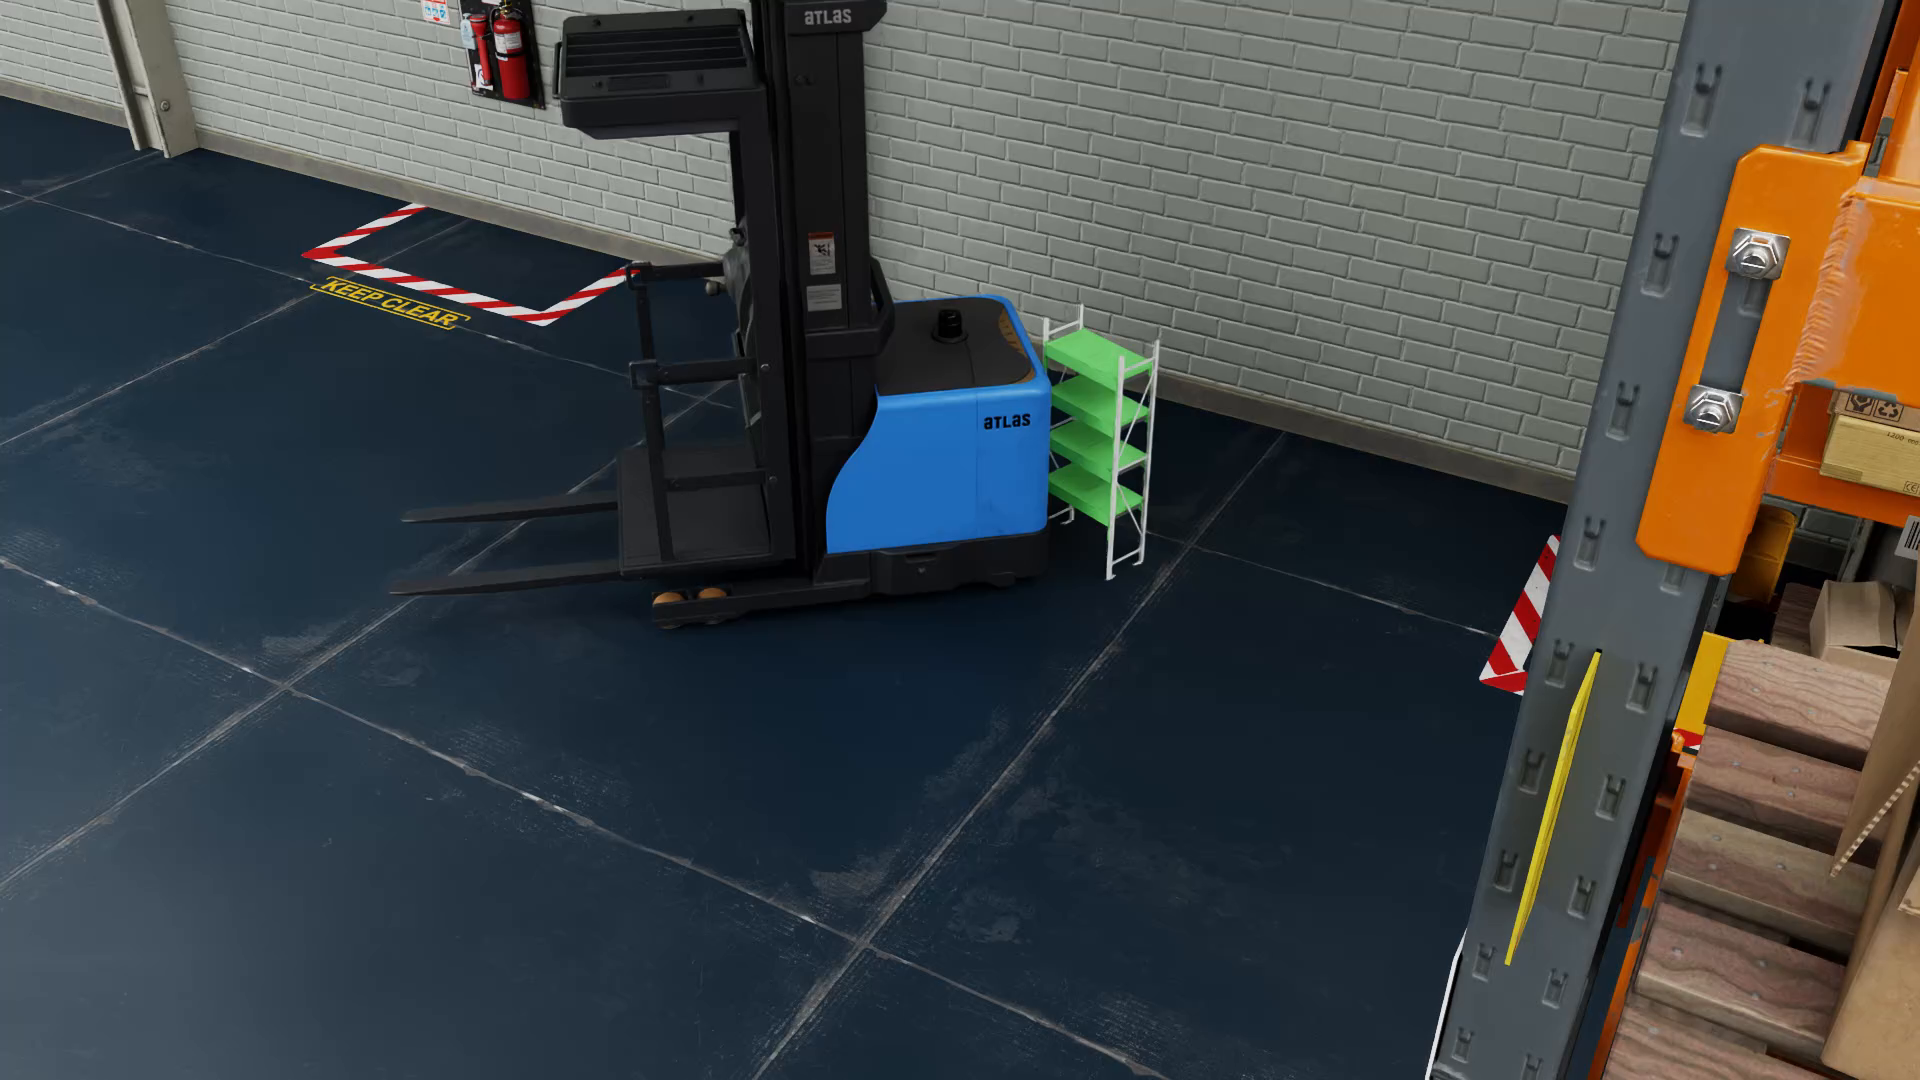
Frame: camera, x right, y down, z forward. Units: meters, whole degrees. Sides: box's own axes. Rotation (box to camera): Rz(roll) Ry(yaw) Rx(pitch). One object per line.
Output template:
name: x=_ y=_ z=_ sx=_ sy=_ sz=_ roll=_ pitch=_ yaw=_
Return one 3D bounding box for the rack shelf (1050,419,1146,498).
rack shelf: x=0.638 y=-0.400 z=7.883 sx=0.258 sy=0.148 sz=0.480 roll=-25 pitch=41 yaw=-33

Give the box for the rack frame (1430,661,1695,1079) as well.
rack frame: x=0.844 y=1.641 z=3.079 sx=0.127 sy=3.000 sz=1.000 roll=18 pitch=37 yaw=24

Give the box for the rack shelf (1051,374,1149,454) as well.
rack shelf: x=0.638 y=-0.600 z=7.750 sx=0.258 sy=0.148 sz=0.480 roll=-25 pitch=41 yaw=-33

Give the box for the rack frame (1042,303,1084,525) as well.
rack frame: x=0.479 y=-0.556 z=8.002 sx=0.240 sy=1.200 sz=0.015 roll=-25 pitch=41 yaw=-33

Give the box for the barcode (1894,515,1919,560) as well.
barcode: x=1.345 y=0.002 z=2.311 sx=0.075 sy=0.075 sz=0.001 roll=18 pitch=37 yaw=24

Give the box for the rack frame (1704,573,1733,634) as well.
rack frame: x=3.299 y=-0.744 z=6.661 sx=0.127 sy=3.000 sz=1.000 roll=18 pitch=37 yaw=24

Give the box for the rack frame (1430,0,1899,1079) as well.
rack frame: x=0.844 y=-0.856 z=1.416 sx=0.127 sy=3.000 sz=1.000 roll=18 pitch=37 yaw=24

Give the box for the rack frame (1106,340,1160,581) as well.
rack frame: x=0.796 y=-0.350 z=7.693 sx=0.240 sy=1.200 sz=0.015 roll=-25 pitch=41 yaw=-33

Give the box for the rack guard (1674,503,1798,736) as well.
rack guard: x=3.365 y=0.318 z=7.322 sx=0.348 sy=0.500 sz=1.175 roll=18 pitch=37 yaw=24

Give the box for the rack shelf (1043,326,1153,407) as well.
rack shelf: x=0.638 y=-0.799 z=7.617 sx=0.258 sy=0.148 sz=0.480 roll=-25 pitch=41 yaw=-33

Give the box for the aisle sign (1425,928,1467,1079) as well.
aisle sign: x=0.635 y=0.688 z=2.164 sx=0.004 sy=0.787 sz=0.394 roll=18 pitch=37 yaw=24

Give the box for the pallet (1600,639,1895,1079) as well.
pallet: x=1.445 y=0.636 z=1.962 sx=1.213 sy=0.211 sz=1.003 roll=18 pitch=37 yaw=24

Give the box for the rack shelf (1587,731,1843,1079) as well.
rack shelf: x=2.580 y=1.242 z=1.621 sx=4.000 sy=0.370 sz=1.077 roll=18 pitch=37 yaw=24

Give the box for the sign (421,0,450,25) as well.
sign: x=-3.429 y=-3.532 z=10.816 sx=0.234 sy=0.329 sz=0.001 roll=18 pitch=37 yaw=24

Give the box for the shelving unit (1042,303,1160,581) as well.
shelving unit: x=0.638 y=-0.453 z=7.848 sx=0.258 sy=1.200 sz=0.503 roll=-25 pitch=41 yaw=-33

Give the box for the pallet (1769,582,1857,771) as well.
pallet: x=4.052 y=0.678 z=7.041 sx=1.213 sy=0.211 sz=1.003 roll=18 pitch=37 yaw=24

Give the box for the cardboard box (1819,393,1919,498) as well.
cardboard box: x=3.565 y=-0.403 z=6.266 sx=0.500 sy=0.250 sz=0.500 roll=16 pitch=37 yaw=23

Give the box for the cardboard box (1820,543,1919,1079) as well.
cardboard box: x=1.341 y=0.277 z=1.824 sx=0.637 sy=0.503 sz=0.797 roll=20 pitch=39 yaw=28

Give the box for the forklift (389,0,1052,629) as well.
forklift: x=-1.145 y=-1.130 z=7.303 sx=3.031 sy=2.935 sz=1.130 roll=-6 pitch=34 yaw=-9

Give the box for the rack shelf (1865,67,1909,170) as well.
rack shelf: x=5.035 y=-1.143 z=5.203 sx=4.000 sy=0.370 sz=1.077 roll=18 pitch=37 yaw=24

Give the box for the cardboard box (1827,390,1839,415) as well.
cardboard box: x=3.801 y=-0.654 z=6.644 sx=0.500 sy=0.250 sz=0.500 roll=18 pitch=38 yaw=25

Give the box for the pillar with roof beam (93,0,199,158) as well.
pillar with roof beam: x=-8.219 y=-4.693 z=7.179 sx=0.400 sy=9.000 sz=9.100 roll=18 pitch=37 yaw=24

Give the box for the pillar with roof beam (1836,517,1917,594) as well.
pillar with roof beam: x=2.200 y=-1.393 z=2.223 sx=0.400 sy=9.000 sz=9.100 roll=18 pitch=37 yaw=24

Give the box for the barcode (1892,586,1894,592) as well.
barcode: x=4.069 y=0.235 z=7.212 sx=0.075 sy=0.075 sz=0.001 roll=18 pitch=37 yaw=24

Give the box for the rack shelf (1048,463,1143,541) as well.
rack shelf: x=0.638 y=-0.200 z=8.016 sx=0.258 sy=0.148 sz=0.480 roll=-25 pitch=41 yaw=-33

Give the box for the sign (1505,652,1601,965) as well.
sign: x=0.563 y=0.261 z=1.585 sx=0.005 sy=0.325 sz=0.100 roll=18 pitch=37 yaw=24

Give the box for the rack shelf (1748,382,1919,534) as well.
rack shelf: x=5.035 y=0.106 z=6.034 sx=4.000 sy=0.370 sz=1.077 roll=18 pitch=37 yaw=24

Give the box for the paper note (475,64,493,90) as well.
paper note: x=-3.120 y=-3.031 z=10.890 sx=0.142 sy=0.148 sz=0.016 roll=18 pitch=37 yaw=24

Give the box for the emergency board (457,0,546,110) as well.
emergency board: x=-3.000 y=-3.316 z=10.523 sx=0.643 sy=1.169 sz=0.194 roll=18 pitch=37 yaw=24

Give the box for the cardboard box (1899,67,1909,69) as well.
cardboard box: x=3.465 y=-1.830 z=5.477 sx=0.500 sy=0.500 sz=0.500 roll=19 pitch=38 yaw=26

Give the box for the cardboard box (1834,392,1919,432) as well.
cardboard box: x=3.564 y=-0.726 z=6.074 sx=0.500 sy=0.500 sz=0.500 roll=18 pitch=38 yaw=24

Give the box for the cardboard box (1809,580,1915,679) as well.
cardboard box: x=3.855 y=0.426 z=6.933 sx=0.500 sy=0.311 sz=0.500 roll=13 pitch=36 yaw=19

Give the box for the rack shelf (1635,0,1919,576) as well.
rack shelf: x=2.580 y=0.160 z=0.901 sx=4.000 sy=0.370 sz=1.077 roll=18 pitch=37 yaw=24
